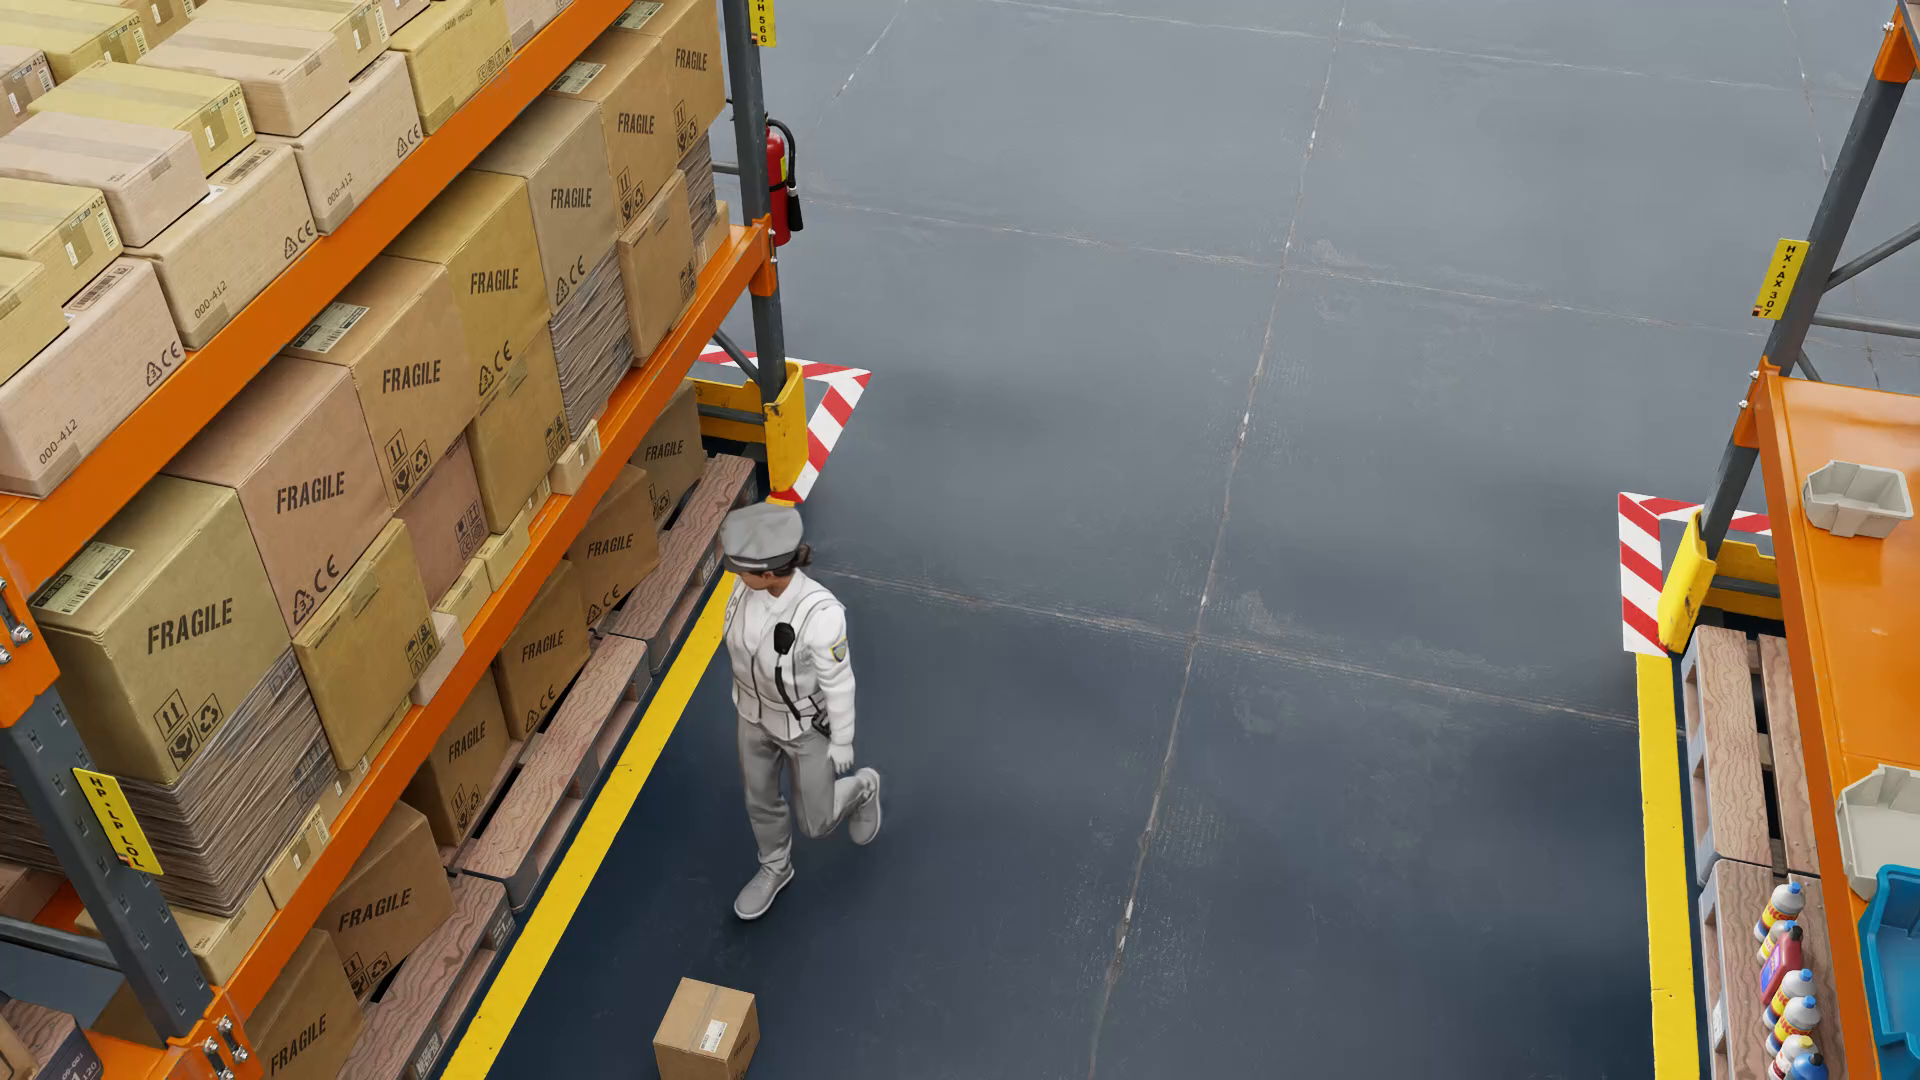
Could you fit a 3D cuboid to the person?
[{"bbox_3d":[-0.552,0.567,5.481,0.504,1.649,0.645,25,47,26],"label":"person"}]
